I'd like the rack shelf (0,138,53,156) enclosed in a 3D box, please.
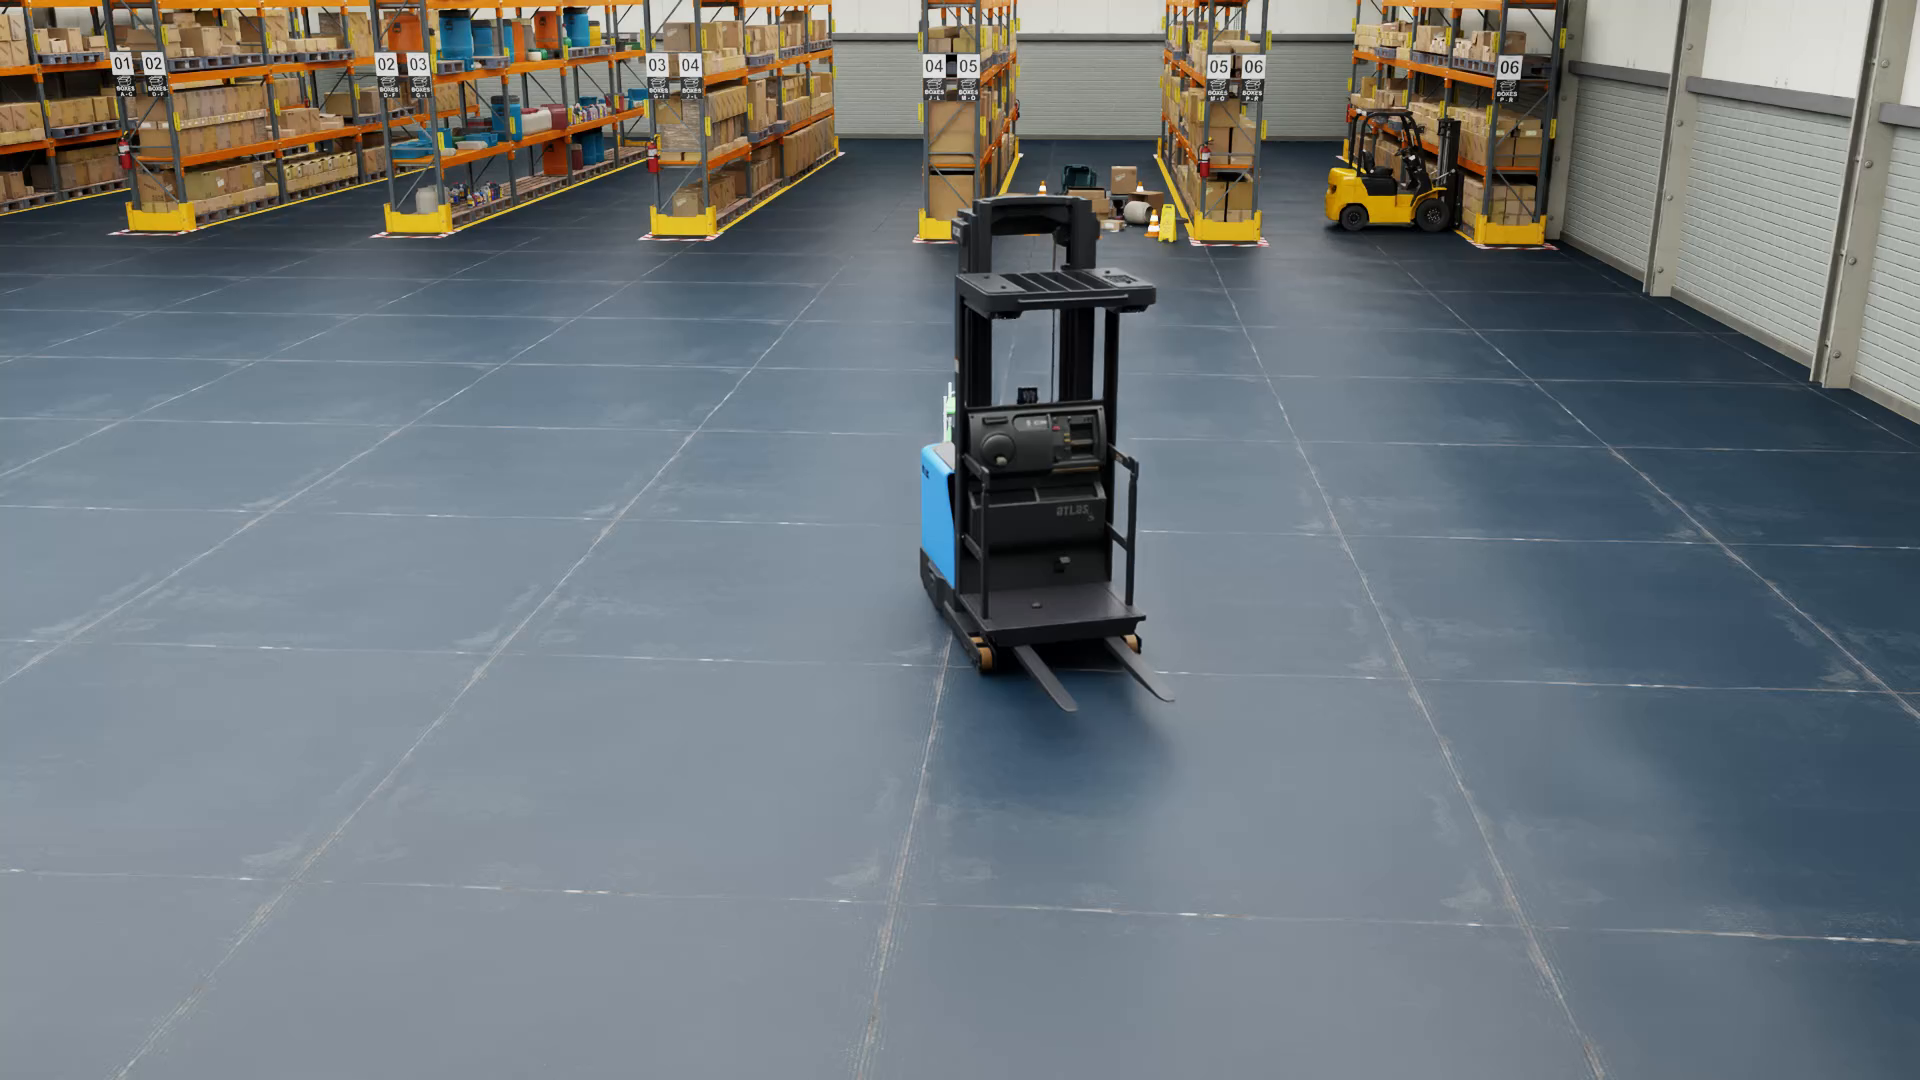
[{"bbox_3d":[-19.764,-7.658,33.133,1.077,0.370,4.000,1,18,4],"label":"rack shelf"}]

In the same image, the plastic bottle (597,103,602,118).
[{"bbox_3d":[-8.905,-10.569,40.938,0.144,0.351,0.185,1,18,4],"label":"plastic bottle"}]

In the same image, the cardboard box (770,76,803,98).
[{"bbox_3d":[-4.263,-11.100,40.709,0.797,0.503,0.637,1,18,2],"label":"cardboard box"}]

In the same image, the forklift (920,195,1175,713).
[{"bbox_3d":[0.568,-0.665,10.745,1.130,2.935,3.031,-5,19,-14],"label":"forklift"}]

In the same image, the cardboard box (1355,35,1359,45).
[{"bbox_3d":[10.593,-13.049,43.377,0.500,0.250,0.500,1,18,3],"label":"cardboard box"}]

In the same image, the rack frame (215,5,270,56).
[{"bbox_3d":[-14.679,-11.363,33.648,1.000,3.000,0.127,1,18,4],"label":"rack frame"}]

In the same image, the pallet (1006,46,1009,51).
[{"bbox_3d":[0.564,-11.779,40.038,1.213,0.211,1.003,1,18,4],"label":"pallet"}]

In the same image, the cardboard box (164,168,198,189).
[{"bbox_3d":[-15.167,-7.003,32.515,0.500,0.500,0.500,1,18,4],"label":"cardboard box"}]

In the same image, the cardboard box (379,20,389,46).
[{"bbox_3d":[-14.240,-12.354,40.494,0.600,0.600,0.600,1,18,3],"label":"cardboard box"}]

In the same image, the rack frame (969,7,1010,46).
[{"bbox_3d":[0.715,-13.483,40.119,1.000,3.000,0.127,1,18,4],"label":"rack frame"}]

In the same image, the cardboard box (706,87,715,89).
[{"bbox_3d":[-5.119,-8.664,32.803,0.500,0.500,0.500,1,18,4],"label":"cardboard box"}]

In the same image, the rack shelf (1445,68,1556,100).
[{"bbox_3d":[9.894,-8.421,30.644,1.077,0.370,4.000,1,18,4],"label":"rack shelf"}]

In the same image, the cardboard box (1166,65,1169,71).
[{"bbox_3d":[5.563,-12.279,43.271,0.380,0.149,0.250,1,18,2],"label":"cardboard box"}]

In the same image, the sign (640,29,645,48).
[{"bbox_3d":[-5.637,-8.912,29.565,0.100,0.325,0.005,1,18,4],"label":"sign"}]

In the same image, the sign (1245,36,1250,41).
[{"bbox_3d":[5.628,-9.730,32.652,0.100,0.325,0.005,1,18,4],"label":"sign"}]

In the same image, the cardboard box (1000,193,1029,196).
[{"bbox_3d":[1.054,-6.456,32.318,0.500,0.500,0.500,4,19,13],"label":"cardboard box"}]

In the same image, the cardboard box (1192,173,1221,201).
[{"bbox_3d":[4.674,-6.649,31.434,0.500,0.500,0.500,1,18,3],"label":"cardboard box"}]

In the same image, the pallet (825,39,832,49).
[{"bbox_3d":[-3.981,-13.169,44.121,1.003,0.211,1.213,1,18,4],"label":"pallet"}]

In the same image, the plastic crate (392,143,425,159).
[{"bbox_3d":[-10.288,-7.249,30.968,0.499,0.251,0.616,1,18,4],"label":"plastic crate"}]

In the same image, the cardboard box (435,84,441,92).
[{"bbox_3d":[-13.755,-11.819,42.911,0.500,0.500,0.500,1,18,2],"label":"cardboard box"}]

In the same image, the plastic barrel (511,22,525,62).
[{"bbox_3d":[-9.774,-10.819,36.115,0.600,0.830,0.708,1,18,4],"label":"plastic barrel"}]

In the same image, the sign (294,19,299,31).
[{"bbox_3d":[-18.220,-14.140,45.648,0.100,0.325,0.005,1,18,4],"label":"sign"}]

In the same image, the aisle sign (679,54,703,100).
[{"bbox_3d":[-4.791,-8.257,29.629,0.394,0.787,0.004,1,18,4],"label":"aisle sign"}]

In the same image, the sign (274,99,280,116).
[{"bbox_3d":[-14.125,-8.949,34.399,0.100,0.325,0.005,1,18,4],"label":"sign"}]

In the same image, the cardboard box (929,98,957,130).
[{"bbox_3d":[-0.133,-7.777,30.364,0.875,0.550,0.550,1,18,4],"label":"cardboard box"}]

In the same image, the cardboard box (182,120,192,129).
[{"bbox_3d":[-14.707,-7.824,31.282,0.380,0.149,0.250,1,18,2],"label":"cardboard box"}]

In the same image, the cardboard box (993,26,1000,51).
[{"bbox_3d":[0.583,-10.564,35.032,0.500,0.500,0.500,1,18,4],"label":"cardboard box"}]

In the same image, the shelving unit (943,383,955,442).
[{"bbox_3d":[0.012,-0.622,13.393,0.258,1.200,0.503,1,18,4],"label":"shelving unit"}]

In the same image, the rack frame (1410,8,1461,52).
[{"bbox_3d":[10.324,-12.052,35.752,1.000,3.000,0.127,1,18,4],"label":"rack frame"}]

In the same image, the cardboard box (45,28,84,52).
[{"bbox_3d":[-19.413,-10.845,36.050,0.500,0.500,0.500,1,18,2],"label":"cardboard box"}]

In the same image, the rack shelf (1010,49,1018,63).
[{"bbox_3d":[0.858,-12.337,42.594,1.077,0.370,4.000,1,18,4],"label":"rack shelf"}]

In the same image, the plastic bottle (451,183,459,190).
[{"bbox_3d":[-10.224,-7.050,33.670,0.144,0.351,0.185,1,18,2],"label":"plastic bottle"}]

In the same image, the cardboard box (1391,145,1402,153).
[{"bbox_3d":[10.230,-9.091,38.649,0.380,0.149,0.250,0,18,1],"label":"cardboard box"}]

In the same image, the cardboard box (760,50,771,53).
[{"bbox_3d":[-4.362,-10.423,35.838,0.500,0.250,0.500,2,18,5],"label":"cardboard box"}]

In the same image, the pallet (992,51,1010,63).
[{"bbox_3d":[0.435,-10.524,36.210,1.213,0.211,1.003,2,18,6],"label":"pallet"}]

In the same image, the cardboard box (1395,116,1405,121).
[{"bbox_3d":[9.988,-9.494,37.308,0.380,0.149,0.250,2,18,5],"label":"cardboard box"}]

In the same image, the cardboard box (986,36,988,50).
[{"bbox_3d":[0.253,-9.262,30.983,0.500,0.250,0.500,1,18,4],"label":"cardboard box"}]

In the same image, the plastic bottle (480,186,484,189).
[{"bbox_3d":[-9.661,-7.044,33.772,0.152,0.276,0.135,1,18,4],"label":"plastic bottle"}]

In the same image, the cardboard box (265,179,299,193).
[{"bbox_3d":[-14.403,-7.524,35.311,0.500,0.250,0.500,1,18,3],"label":"cardboard box"}]

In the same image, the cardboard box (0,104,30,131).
[{"bbox_3d":[-19.376,-8.607,33.877,0.500,0.500,0.500,1,18,4],"label":"cardboard box"}]

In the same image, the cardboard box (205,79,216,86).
[{"bbox_3d":[-18.871,-11.351,41.373,0.500,0.250,0.500,2,18,5],"label":"cardboard box"}]

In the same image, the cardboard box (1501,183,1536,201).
[{"bbox_3d":[9.974,-6.229,29.753,0.500,0.250,0.500,1,18,3],"label":"cardboard box"}]

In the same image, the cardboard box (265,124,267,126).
[{"bbox_3d":[-18.972,-11.178,45.017,0.380,0.149,0.250,2,18,5],"label":"cardboard box"}]

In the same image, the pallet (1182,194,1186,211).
[{"bbox_3d":[5.140,-6.985,34.401,1.003,0.211,1.213,1,18,4],"label":"pallet"}]

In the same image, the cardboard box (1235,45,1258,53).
[{"bbox_3d":[5.028,-8.617,29.209,0.380,0.149,0.250,1,18,4],"label":"cardboard box"}]

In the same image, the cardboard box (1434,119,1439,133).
[{"bbox_3d":[9.817,-8.283,33.323,0.500,0.250,0.500,1,18,3],"label":"cardboard box"}]

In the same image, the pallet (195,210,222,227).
[{"bbox_3d":[-14.953,-6.183,31.953,1.003,0.211,1.213,1,18,4],"label":"pallet"}]

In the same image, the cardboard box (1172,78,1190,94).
[{"bbox_3d":[5.332,-10.787,39.759,0.500,0.500,0.500,1,18,4],"label":"cardboard box"}]

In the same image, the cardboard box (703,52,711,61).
[{"bbox_3d":[-4.720,-8.750,30.091,0.380,0.149,0.250,2,18,5],"label":"cardboard box"}]

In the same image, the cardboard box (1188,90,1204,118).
[{"bbox_3d":[4.717,-8.287,31.652,0.700,0.500,0.500,1,18,3],"label":"cardboard box"}]

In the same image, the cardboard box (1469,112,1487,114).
[{"bbox_3d":[9.705,-7.884,30.986,0.380,0.149,0.250,1,18,4],"label":"cardboard box"}]

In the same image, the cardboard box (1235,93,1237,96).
[{"bbox_3d":[5.472,-8.903,33.423,0.380,0.149,0.250,1,18,4],"label":"cardboard box"}]

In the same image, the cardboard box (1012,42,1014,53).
[{"bbox_3d":[1.095,-12.441,41.998,0.500,0.250,0.500,2,18,6],"label":"cardboard box"}]
